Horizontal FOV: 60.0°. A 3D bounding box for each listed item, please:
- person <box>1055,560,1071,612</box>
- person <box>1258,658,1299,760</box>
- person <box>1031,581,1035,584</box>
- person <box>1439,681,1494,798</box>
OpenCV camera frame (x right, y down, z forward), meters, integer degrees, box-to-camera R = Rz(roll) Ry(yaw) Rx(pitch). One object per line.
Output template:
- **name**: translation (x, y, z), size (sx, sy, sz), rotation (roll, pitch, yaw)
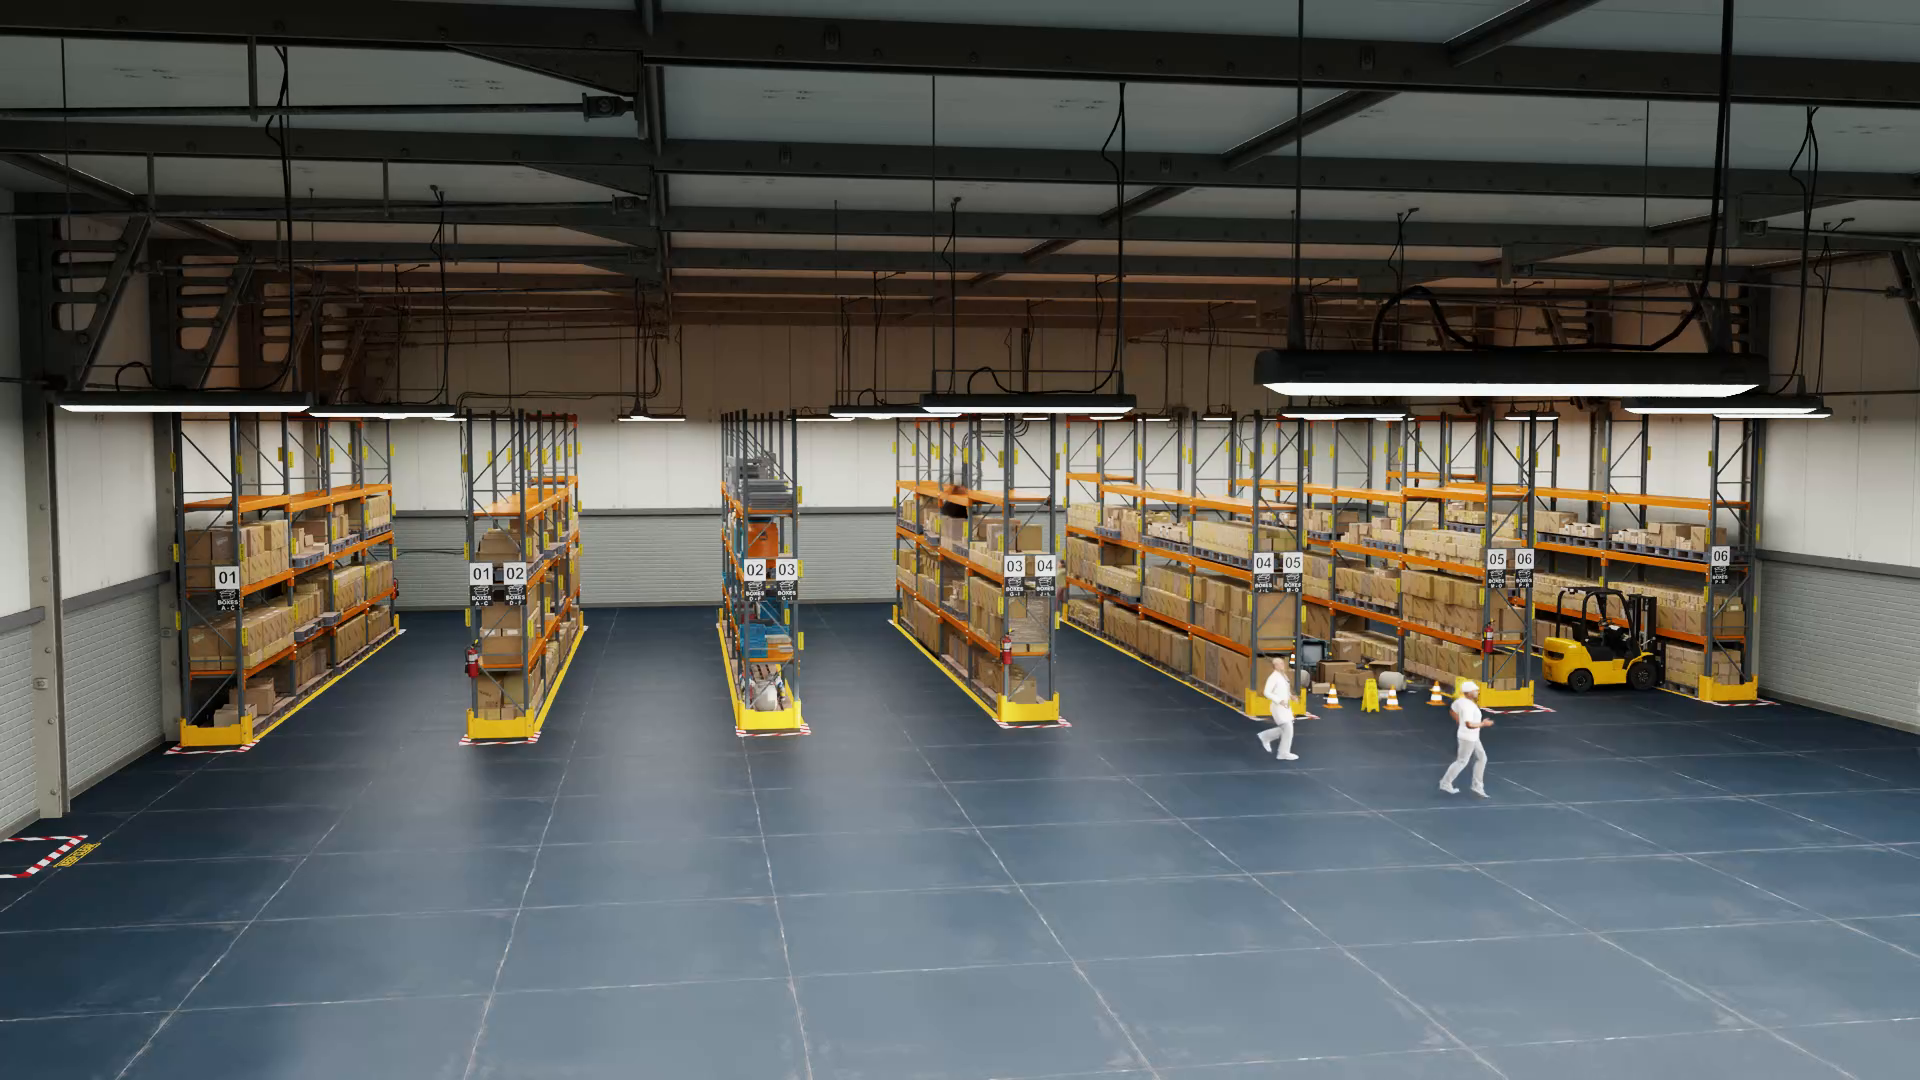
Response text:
- **person**: translation (3.036, 1.430, 49.700), size (0.847, 1.702, 0.622), rotation (-1, 4, -19)
- **person**: translation (5.454, 2.875, 28.393), size (0.689, 1.729, 0.713), rotation (2, 5, 30)
- **person**: translation (2.016, 1.611, 47.238), size (0.633, 1.642, 0.561), rotation (0, 4, -3)
- **person**: translation (7.760, 3.069, 25.449), size (0.787, 1.831, 0.676), rotation (1, 4, 19)
